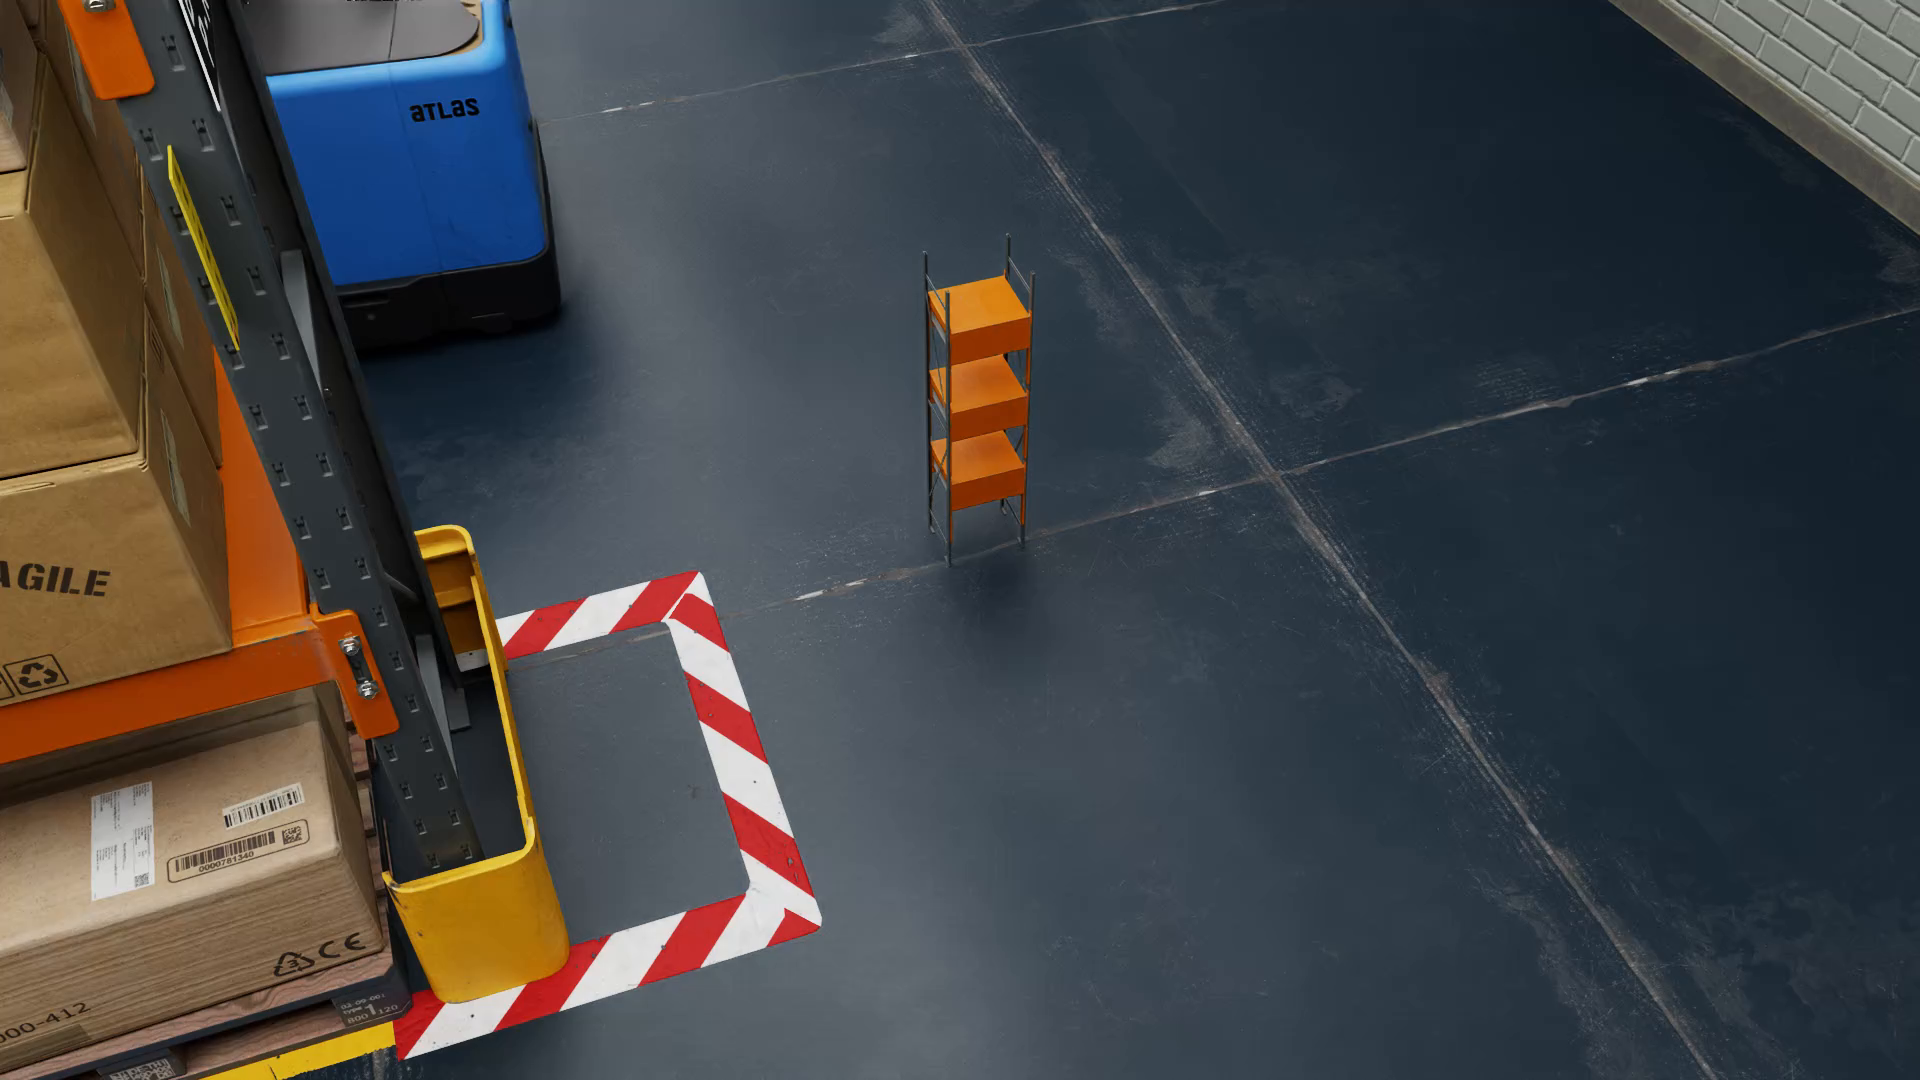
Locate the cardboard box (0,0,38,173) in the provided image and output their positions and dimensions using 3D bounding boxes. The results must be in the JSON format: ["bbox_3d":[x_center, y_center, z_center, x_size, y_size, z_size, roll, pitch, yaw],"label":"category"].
[{"bbox_3d":[-1.620,-0.722,2.617,0.250,0.149,0.380,-14,47,-13],"label":"cardboard box"}]

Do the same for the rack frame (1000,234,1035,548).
[{"bbox_3d":[0.165,-0.413,4.920,0.008,1.050,0.200,-14,47,-14],"label":"rack frame"}]

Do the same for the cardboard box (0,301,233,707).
[{"bbox_3d":[-1.715,-0.067,3.129,0.500,0.500,0.500,-14,47,-14],"label":"cardboard box"}]

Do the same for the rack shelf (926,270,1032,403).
[{"bbox_3d":[0.050,-0.576,4.697,0.240,0.259,0.215,-14,47,-14],"label":"rack shelf"}]

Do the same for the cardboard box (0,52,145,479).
[{"bbox_3d":[-1.723,-0.438,2.792,0.500,0.500,0.500,-13,47,-13],"label":"cardboard box"}]

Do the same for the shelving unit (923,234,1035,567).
[{"bbox_3d":[0.050,-0.383,4.891,0.252,1.050,0.215,-14,47,-14],"label":"shelving unit"}]

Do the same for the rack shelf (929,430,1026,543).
[{"bbox_3d":[0.050,-0.180,5.095,0.240,0.259,0.215,-14,47,-14],"label":"rack shelf"}]

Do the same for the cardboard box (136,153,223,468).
[{"bbox_3d":[-1.900,-0.436,3.496,0.500,0.500,0.500,-15,47,-14],"label":"cardboard box"}]

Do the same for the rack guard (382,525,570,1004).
[{"bbox_3d":[-1.328,0.552,4.347,0.348,0.500,1.175,-14,47,-14],"label":"rack guard"}]

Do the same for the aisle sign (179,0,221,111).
[{"bbox_3d":[-1.178,-1.053,2.346,0.004,0.787,0.394,-14,47,-14],"label":"aisle sign"}]

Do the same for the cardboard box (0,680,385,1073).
[{"bbox_3d":[-1.938,0.657,3.990,0.875,0.438,0.875,-16,47,-15],"label":"cardboard box"}]

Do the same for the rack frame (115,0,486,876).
[{"bbox_3d":[-1.351,-0.324,3.456,0.127,3.000,1.000,-14,47,-14],"label":"rack frame"}]

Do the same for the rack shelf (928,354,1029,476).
[{"bbox_3d":[0.050,-0.376,4.898,0.240,0.259,0.215,-14,47,-14],"label":"rack shelf"}]

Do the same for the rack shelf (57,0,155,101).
[{"bbox_3d":[-3.232,-0.648,2.169,4.000,0.370,1.077,-14,47,-14],"label":"rack shelf"}]

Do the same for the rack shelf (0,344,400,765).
[{"bbox_3d":[-3.232,0.411,3.231,4.000,0.370,1.077,-14,47,-14],"label":"rack shelf"}]

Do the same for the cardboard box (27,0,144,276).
[{"bbox_3d":[-1.899,-0.787,3.140,0.500,0.500,0.500,-15,47,-15],"label":"cardboard box"}]

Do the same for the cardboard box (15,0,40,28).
[{"bbox_3d":[-1.779,-1.041,2.935,0.250,0.149,0.380,-13,47,-13],"label":"cardboard box"}]

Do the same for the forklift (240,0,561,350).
[{"bbox_3d":[-3.016,-1.904,5.078,3.031,2.935,1.130,-10,46,-9],"label":"forklift"}]

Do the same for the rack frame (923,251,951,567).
[{"bbox_3d":[-0.064,-0.354,4.862,0.008,1.050,0.200,-14,47,-14],"label":"rack frame"}]

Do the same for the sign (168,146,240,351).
[{"bbox_3d":[-1.180,-0.452,2.598,0.005,0.325,0.100,-14,47,-14],"label":"sign"}]

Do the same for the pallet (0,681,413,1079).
[{"bbox_3d":[-2.076,0.904,4.200,1.213,0.211,1.003,-14,47,-14],"label":"pallet"}]
